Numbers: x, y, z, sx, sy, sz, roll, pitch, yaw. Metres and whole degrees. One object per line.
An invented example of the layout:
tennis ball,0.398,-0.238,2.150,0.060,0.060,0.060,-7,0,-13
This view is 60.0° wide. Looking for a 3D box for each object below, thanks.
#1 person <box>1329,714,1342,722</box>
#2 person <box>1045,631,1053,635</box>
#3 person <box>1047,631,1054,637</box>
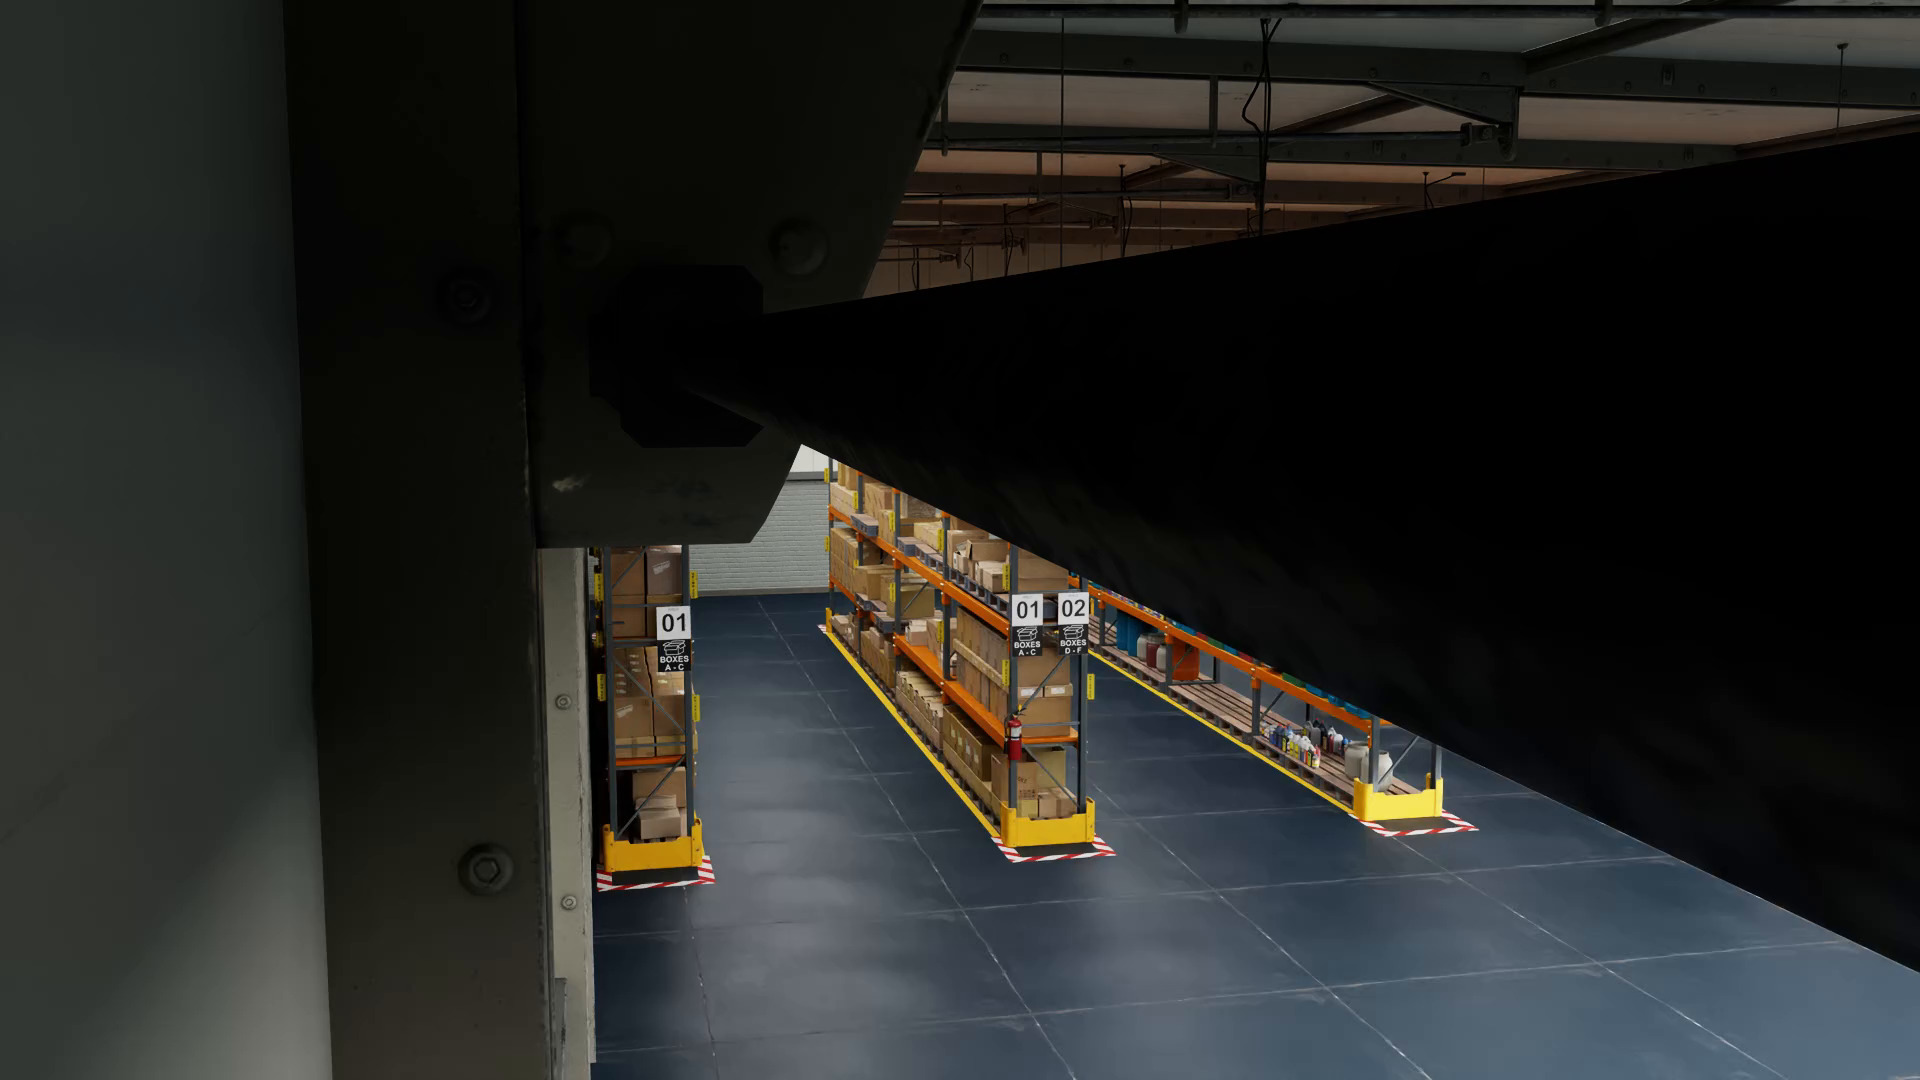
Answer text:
person,6.318,2.223,28.088,0.455,1.612,0.484,4,8,31
person,1.398,2.161,28.092,0.380,1.684,0.452,-1,7,-7
person,1.681,1.525,33.264,0.614,1.711,1.081,0,7,-1
